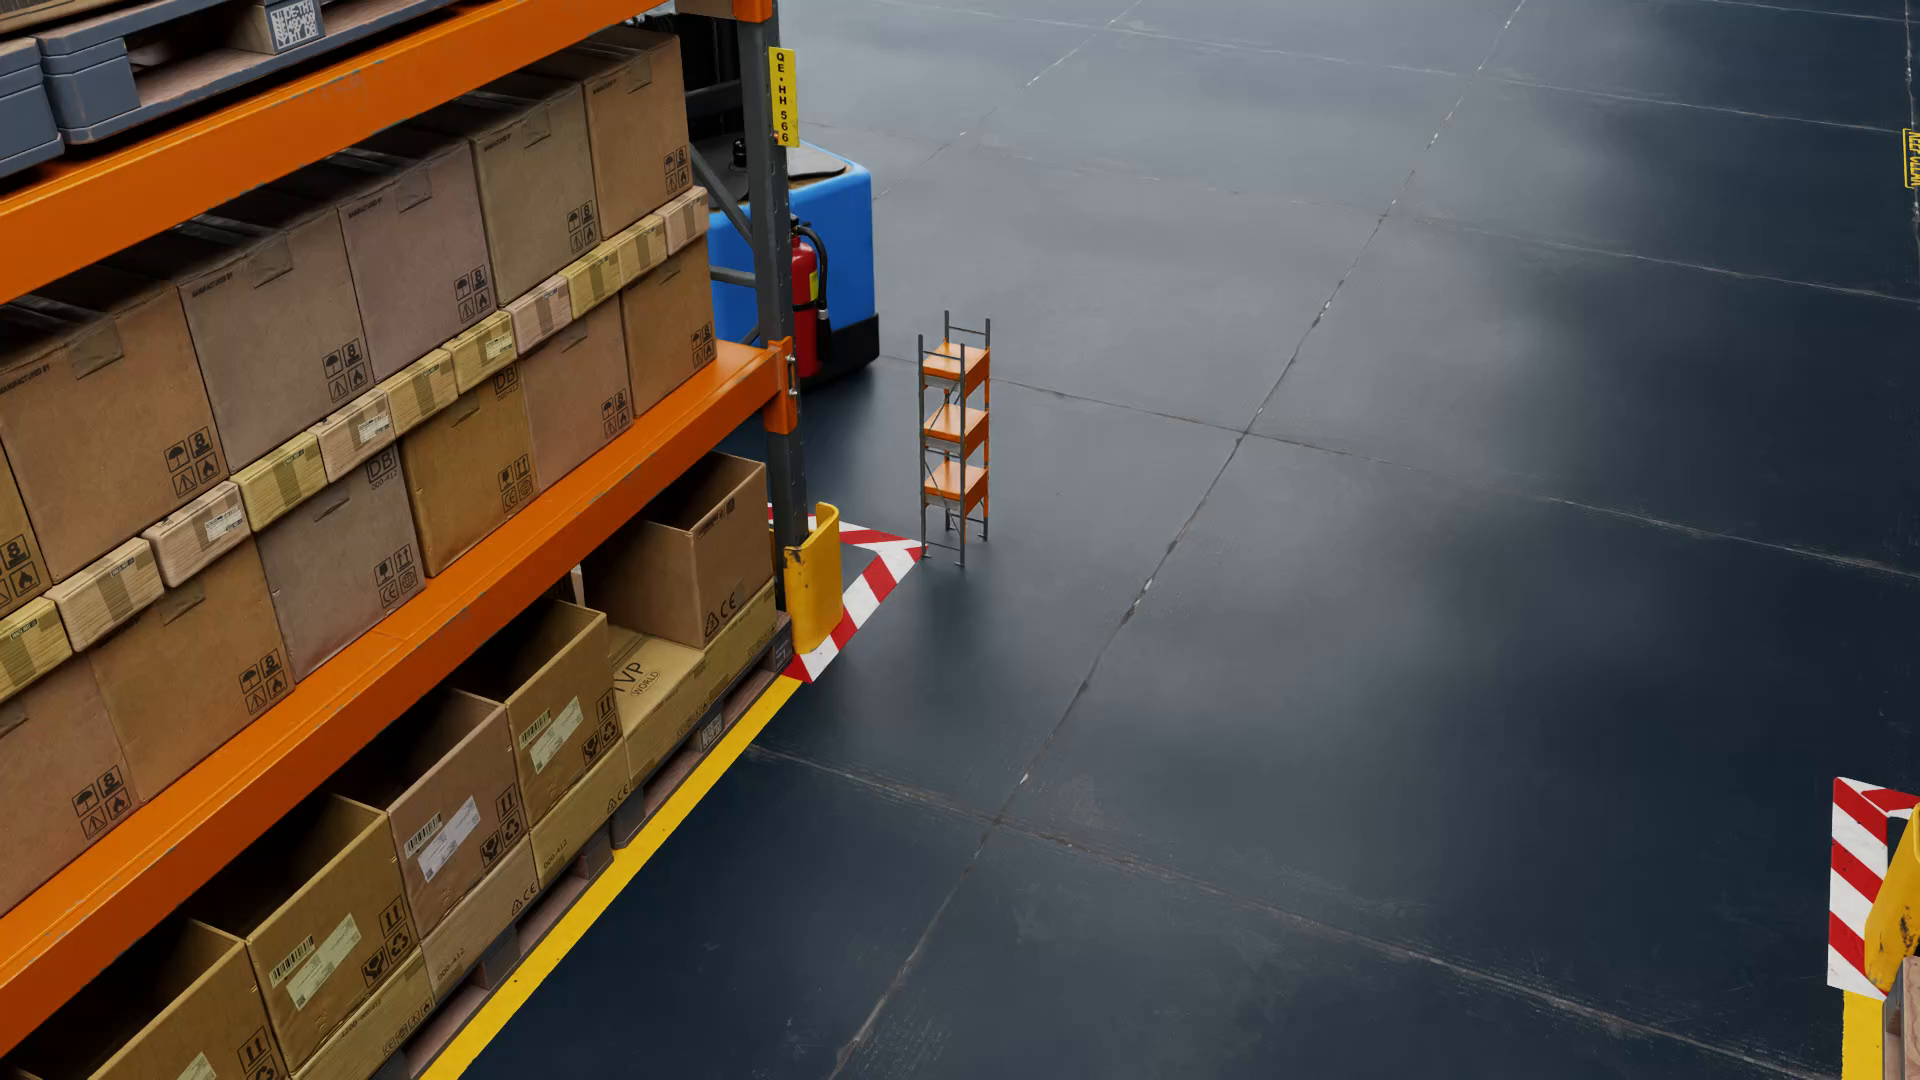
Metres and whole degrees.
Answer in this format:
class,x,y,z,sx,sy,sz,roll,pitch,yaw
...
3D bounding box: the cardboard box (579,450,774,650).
class,x,y,z,sx,sy,sz,roll,pitch,yaw
cardboard box,-1.021,-0.002,5.958,0.500,0.500,0.500,14,36,20

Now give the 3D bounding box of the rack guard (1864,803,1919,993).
class,x,y,z,sx,sy,sz,roll,pitch,yaw
rack guard,3.403,1.220,4.934,1.175,0.500,0.348,14,36,20

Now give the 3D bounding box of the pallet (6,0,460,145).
class,x,y,z,sx,sy,sz,roll,pitch,yaw
pallet,-1.895,-1.259,3.780,1.003,0.211,1.213,14,36,20

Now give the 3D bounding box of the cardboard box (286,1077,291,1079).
class,x,y,z,sx,sy,sz,roll,pitch,yaw
cardboard box,-2.057,1.559,4.261,0.500,0.250,0.500,14,36,20

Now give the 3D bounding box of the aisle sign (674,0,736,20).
class,x,y,z,sx,sy,sz,roll,pitch,yaw
aisle sign,-0.772,-2.050,5.271,0.394,0.787,0.004,14,36,20

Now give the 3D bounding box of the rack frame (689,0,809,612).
class,x,y,z,sx,sy,sz,roll,pitch,yaw
rack frame,-1.066,-0.998,6.036,1.000,3.000,0.127,14,36,20

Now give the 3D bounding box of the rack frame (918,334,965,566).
class,x,y,z,sx,sy,sz,roll,pitch,yaw
rack frame,-0.073,-0.352,6.829,0.200,1.050,0.008,14,36,20

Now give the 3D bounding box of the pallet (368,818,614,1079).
class,x,y,z,sx,sy,sz,roll,pitch,yaw
pallet,-1.860,1.164,5.282,1.003,0.211,1.213,14,36,20

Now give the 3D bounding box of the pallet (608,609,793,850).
class,x,y,z,sx,sy,sz,roll,pitch,yaw
pallet,-1.348,0.559,6.205,1.003,0.211,1.213,14,36,20

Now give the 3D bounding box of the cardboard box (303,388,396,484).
class,x,y,z,sx,sy,sz,roll,pitch,yaw
cardboard box,-1.700,-0.304,4.295,0.380,0.149,0.250,14,36,20

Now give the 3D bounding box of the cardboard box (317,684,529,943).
class,x,y,z,sx,sy,sz,roll,pitch,yaw
cardboard box,-1.636,0.748,4.814,0.500,0.500,0.500,14,36,20

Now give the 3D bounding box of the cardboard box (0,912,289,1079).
class,x,y,z,sx,sy,sz,roll,pitch,yaw
cardboard box,-2.060,1.245,4.057,0.500,0.500,0.500,14,36,20

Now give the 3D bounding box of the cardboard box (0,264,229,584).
class,x,y,z,sx,sy,sz,roll,pitch,yaw
cardboard box,-2.140,-0.314,3.719,0.700,0.500,0.500,14,36,20

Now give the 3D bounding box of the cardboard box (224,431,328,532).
class,x,y,z,sx,sy,sz,roll,pitch,yaw
cardboard box,-1.807,-0.181,4.107,0.380,0.149,0.250,14,36,20

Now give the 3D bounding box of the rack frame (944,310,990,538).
class,x,y,z,sx,sy,sz,roll,pitch,yaw
rack frame,0.029,-0.473,7.014,0.200,1.050,0.008,14,36,20

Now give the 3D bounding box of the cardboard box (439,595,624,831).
class,x,y,z,sx,sy,sz,roll,pitch,yaw
cardboard box,-1.426,0.499,5.193,0.500,0.500,0.500,14,36,20

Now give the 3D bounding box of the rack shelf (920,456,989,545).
class,x,y,z,sx,sy,sz,roll,pitch,yaw
rack shelf,-0.022,-0.171,7.080,0.215,0.259,0.240,14,36,20

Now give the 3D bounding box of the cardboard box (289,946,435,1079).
class,x,y,z,sx,sy,sz,roll,pitch,yaw
cardboard box,-1.843,1.311,4.639,0.500,0.250,0.500,14,36,20

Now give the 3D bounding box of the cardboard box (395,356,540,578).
class,x,y,z,sx,sy,sz,roll,pitch,yaw
cardboard box,-1.702,-0.302,4.883,0.700,0.500,0.500,14,36,21

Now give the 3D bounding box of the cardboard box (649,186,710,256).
class,x,y,z,sx,sy,sz,roll,pitch,yaw
cardboard box,-1.053,-1.077,5.474,0.380,0.149,0.250,14,36,20

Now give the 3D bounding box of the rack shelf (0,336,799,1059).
class,x,y,z,sx,sy,sz,roll,pitch,yaw
rack shelf,-1.903,0.299,4.715,1.077,0.370,4.000,14,36,20

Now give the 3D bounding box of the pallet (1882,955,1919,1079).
class,x,y,z,sx,sy,sz,roll,pitch,yaw
pallet,3.031,1.737,4.408,1.003,0.211,1.213,14,36,20

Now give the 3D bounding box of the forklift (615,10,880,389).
class,x,y,z,sx,sy,sz,roll,pitch,yaw
forklift,-1.777,-2.544,8.456,1.130,2.935,3.031,-26,42,-34

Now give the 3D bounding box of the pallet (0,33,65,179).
class,x,y,z,sx,sy,sz,roll,pitch,yaw
pallet,-2.407,-0.654,2.857,1.003,0.211,1.213,14,36,20

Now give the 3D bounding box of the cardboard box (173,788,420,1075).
class,x,y,z,sx,sy,sz,roll,pitch,yaw
cardboard box,-1.843,0.998,4.434,0.500,0.500,0.500,14,36,20

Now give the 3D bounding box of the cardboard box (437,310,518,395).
class,x,y,z,sx,sy,sz,roll,pitch,yaw
cardboard box,-1.485,-0.563,4.691,0.380,0.149,0.250,15,36,22

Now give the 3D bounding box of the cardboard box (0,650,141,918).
class,x,y,z,sx,sy,sz,roll,pitch,yaw
cardboard box,-2.345,0.466,3.713,0.700,0.500,0.500,14,36,20

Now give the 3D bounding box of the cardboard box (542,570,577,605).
class,x,y,z,sx,sy,sz,roll,pitch,yaw
cardboard box,-1.700,0.128,5.760,0.500,0.500,0.500,14,36,20

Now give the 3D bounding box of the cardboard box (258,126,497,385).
class,x,y,z,sx,sy,sz,roll,pitch,yaw
cardboard box,-1.721,-0.812,4.478,0.700,0.500,0.500,14,36,21

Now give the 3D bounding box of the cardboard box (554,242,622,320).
class,x,y,z,sx,sy,sz,roll,pitch,yaw
cardboard box,-1.268,-0.819,5.081,0.380,0.149,0.250,14,36,20

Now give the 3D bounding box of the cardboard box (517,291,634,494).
class,x,y,z,sx,sy,sz,roll,pitch,yaw
cardboard box,-1.489,-0.548,5.258,0.700,0.500,0.500,15,36,22

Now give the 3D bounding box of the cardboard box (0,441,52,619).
class,x,y,z,sx,sy,sz,roll,pitch,yaw
cardboard box,-2.350,-0.064,3.339,0.700,0.500,0.500,14,36,20

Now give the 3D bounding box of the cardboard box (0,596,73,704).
class,x,y,z,sx,sy,sz,roll,pitch,yaw
cardboard box,-2.132,0.207,3.516,0.380,0.149,0.250,14,36,20

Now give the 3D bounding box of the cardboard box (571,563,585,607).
class,x,y,z,sx,sy,sz,roll,pitch,yaw
cardboard box,-1.493,0.192,6.346,0.500,0.250,0.500,14,36,20

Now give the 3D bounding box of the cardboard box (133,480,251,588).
class,x,y,z,sx,sy,sz,roll,pitch,yaw
cardboard box,-1.916,-0.051,3.909,0.380,0.149,0.250,13,35,19

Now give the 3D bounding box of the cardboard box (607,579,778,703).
class,x,y,z,sx,sy,sz,roll,pitch,yaw
cardboard box,-1.022,0.311,6.164,0.500,0.250,0.500,14,36,20

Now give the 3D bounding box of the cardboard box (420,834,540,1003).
class,x,y,z,sx,sy,sz,roll,pitch,yaw
cardboard box,-1.639,1.061,5.021,0.500,0.250,0.500,14,36,20

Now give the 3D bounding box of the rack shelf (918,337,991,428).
class,x,y,z,sx,sy,sz,roll,pitch,yaw
rack shelf,-0.022,-0.641,6.772,0.215,0.259,0.240,14,36,20

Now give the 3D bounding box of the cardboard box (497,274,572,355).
class,x,y,z,sx,sy,sz,roll,pitch,yaw
cardboard box,-1.376,-0.694,4.890,0.380,0.149,0.250,15,36,21

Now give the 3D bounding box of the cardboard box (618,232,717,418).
class,x,y,z,sx,sy,sz,roll,pitch,yaw
cardboard box,-1.273,-0.810,5.659,0.700,0.500,0.500,14,36,20

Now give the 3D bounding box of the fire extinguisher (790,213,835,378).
class,x,y,z,sx,sy,sz,roll,pitch,yaw
fire extinguisher,-0.595,-0.918,5.985,0.296,0.674,0.183,14,36,20

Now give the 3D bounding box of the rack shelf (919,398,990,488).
class,x,y,z,sx,sy,sz,roll,pitch,yaw
rack shelf,-0.022,-0.404,6.927,0.215,0.259,0.240,14,36,20

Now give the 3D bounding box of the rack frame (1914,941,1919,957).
class,x,y,z,sx,sy,sz,roll,pitch,yaw
rack frame,3.434,0.137,4.306,1.000,3.000,0.127,14,36,20

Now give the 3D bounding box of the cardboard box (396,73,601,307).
class,x,y,z,sx,sy,sz,roll,pitch,yaw
cardboard box,-1.511,-1.063,4.862,0.700,0.500,0.500,13,36,19

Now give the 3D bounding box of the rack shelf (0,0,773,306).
class,x,y,z,sx,sy,sz,roll,pitch,yaw
rack shelf,-1.903,-0.955,3.892,1.077,0.370,4.000,14,36,20

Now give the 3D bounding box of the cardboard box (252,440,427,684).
class,x,y,z,sx,sy,sz,roll,pitch,yaw
cardboard box,-1.919,-0.039,4.482,0.700,0.500,0.500,15,36,22

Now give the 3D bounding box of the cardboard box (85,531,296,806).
class,x,y,z,sx,sy,sz,roll,pitch,yaw
cardboard box,-2.132,0.217,4.093,0.700,0.500,0.500,15,36,21

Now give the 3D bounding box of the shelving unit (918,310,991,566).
class,x,y,z,sx,sy,sz,roll,pitch,yaw
shelving unit,-0.022,-0.413,6.922,0.215,1.050,0.252,14,36,20

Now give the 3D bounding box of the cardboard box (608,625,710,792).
class,x,y,z,sx,sy,sz,roll,pitch,yaw
cardboard box,-1.221,0.563,5.781,0.500,0.250,0.500,14,36,20

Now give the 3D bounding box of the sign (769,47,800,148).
class,x,y,z,sx,sy,sz,roll,pitch,yaw
sign,-0.579,-1.450,5.454,0.100,0.325,0.005,14,36,20

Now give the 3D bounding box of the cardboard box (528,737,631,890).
class,x,y,z,sx,sy,sz,roll,pitch,yaw
cardboard box,-1.428,0.812,5.400,0.500,0.250,0.500,14,36,20

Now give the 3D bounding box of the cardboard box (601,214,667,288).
class,x,y,z,sx,sy,sz,roll,pitch,yaw
cardboard box,-1.162,-0.946,5.275,0.380,0.149,0.250,15,36,22

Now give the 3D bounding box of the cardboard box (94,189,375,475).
class,x,y,z,sx,sy,sz,roll,pitch,yaw
cardboard box,-1.930,-0.562,4.098,0.700,0.500,0.500,14,36,21

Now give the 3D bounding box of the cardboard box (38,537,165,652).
class,x,y,z,sx,sy,sz,roll,pitch,yaw
cardboard box,-2.025,0.083,3.706,0.380,0.149,0.250,13,35,19

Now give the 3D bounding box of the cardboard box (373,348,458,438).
class,x,y,z,sx,sy,sz,roll,pitch,yaw
cardboard box,-1.594,-0.432,4.490,0.380,0.149,0.250,15,36,22

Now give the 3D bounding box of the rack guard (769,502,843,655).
class,x,y,z,sx,sy,sz,roll,pitch,yaw
rack guard,-1.056,0.035,6.740,1.175,0.500,0.348,14,36,20

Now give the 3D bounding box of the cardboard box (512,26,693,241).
class,x,y,z,sx,sy,sz,roll,pitch,yaw
cardboard box,-1.296,-1.326,5.263,0.700,0.500,0.500,14,36,21
